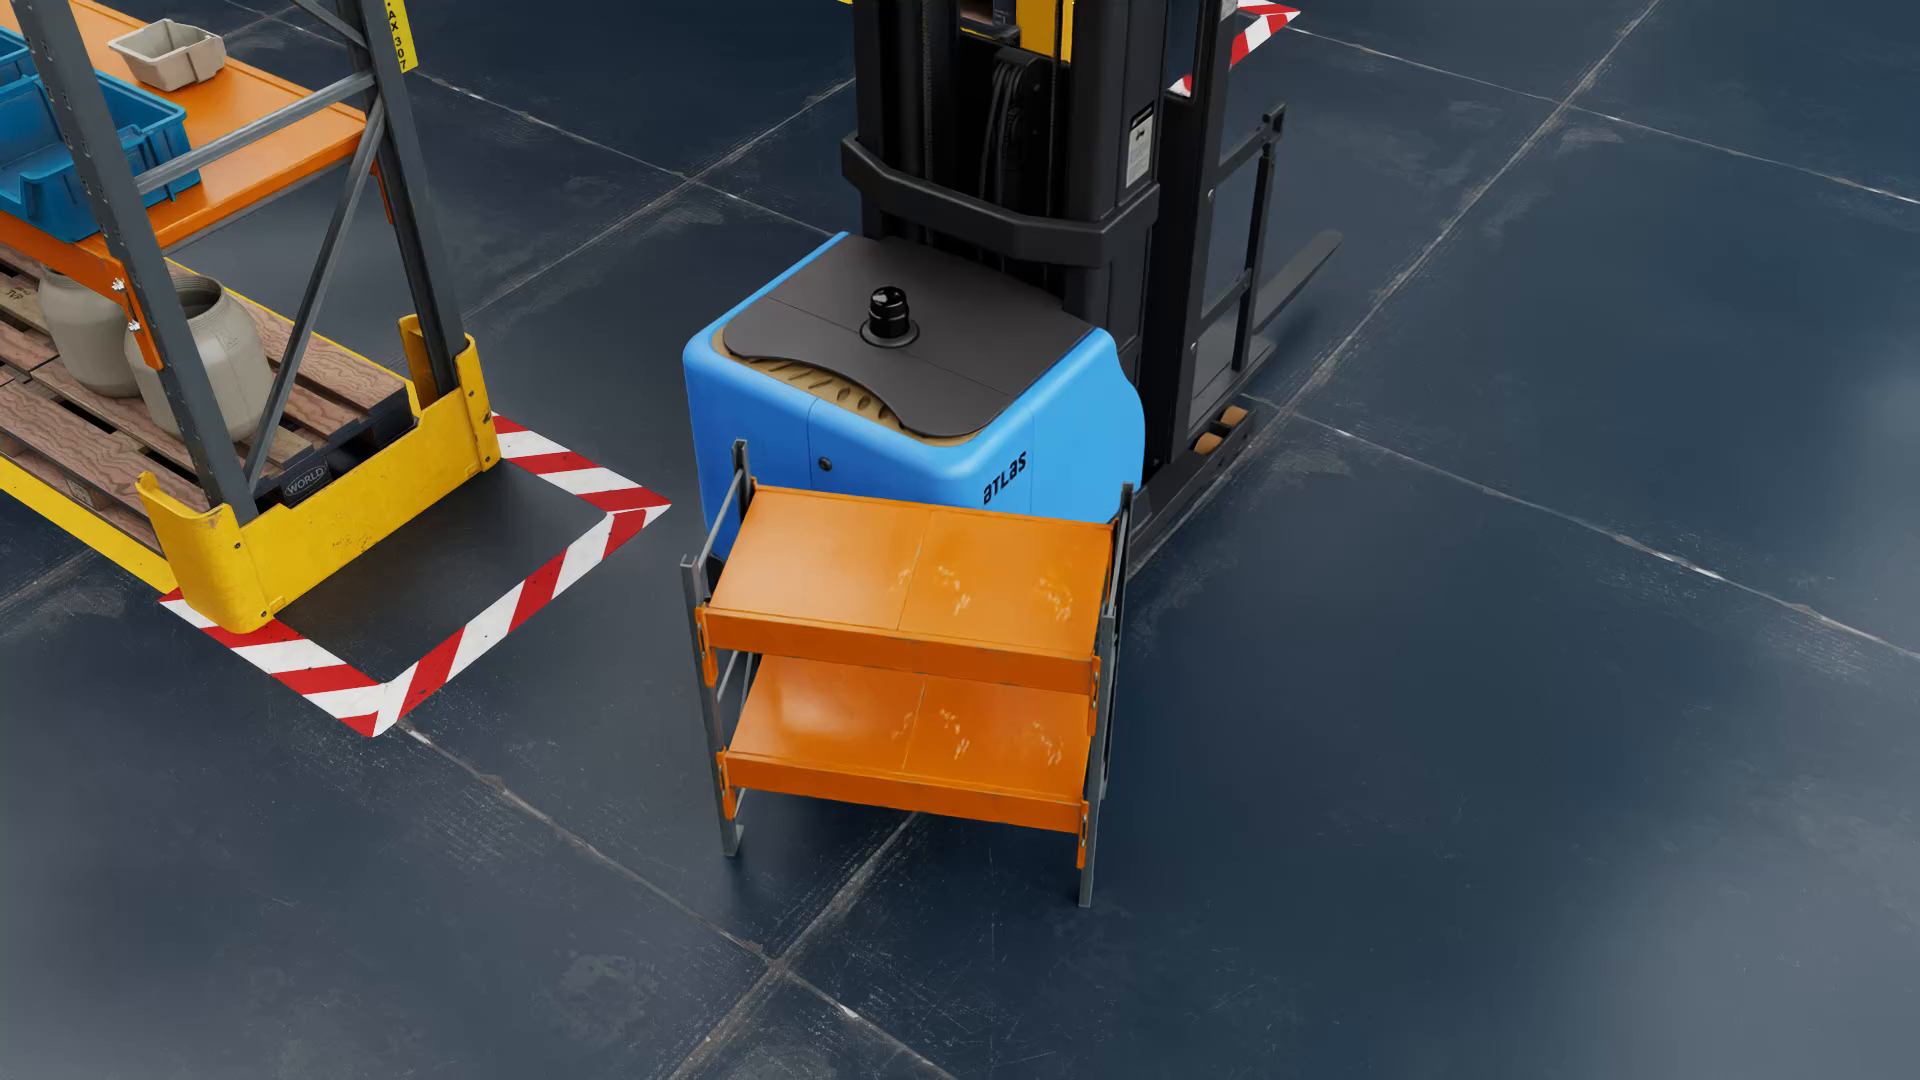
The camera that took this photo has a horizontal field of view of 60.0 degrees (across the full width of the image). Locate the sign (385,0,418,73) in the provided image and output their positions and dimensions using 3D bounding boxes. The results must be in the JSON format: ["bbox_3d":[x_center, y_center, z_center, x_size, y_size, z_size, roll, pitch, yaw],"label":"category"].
[{"bbox_3d":[-1.723,-1.577,5.056,0.005,0.325,0.100,25,48,25],"label":"sign"}]

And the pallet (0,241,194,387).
[{"bbox_3d":[-3.788,-0.921,6.621,1.213,0.211,1.003,25,48,25],"label":"pallet"}]

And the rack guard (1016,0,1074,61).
[{"bbox_3d":[0.739,-2.977,8.702,0.348,0.500,1.175,25,48,25],"label":"rack guard"}]

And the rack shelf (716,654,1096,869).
[{"bbox_3d":[-0.115,0.560,4.648,1.000,0.278,0.538,7,42,7],"label":"rack shelf"}]

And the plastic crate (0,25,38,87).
[{"bbox_3d":[-3.152,-1.400,5.177,0.408,0.251,0.499,25,48,25],"label":"plastic crate"}]

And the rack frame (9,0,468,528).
[{"bbox_3d":[-2.042,-1.176,4.814,0.127,3.000,1.000,25,48,25],"label":"rack frame"}]

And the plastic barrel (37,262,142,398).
[{"bbox_3d":[-3.035,-0.807,5.953,0.421,0.512,0.421,0,42,0],"label":"plastic barrel"}]

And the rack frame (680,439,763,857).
[{"bbox_3d":[-0.616,0.319,4.550,0.032,1.125,0.500,7,42,7],"label":"rack frame"}]

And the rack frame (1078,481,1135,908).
[{"bbox_3d":[0.386,0.436,4.420,0.032,1.125,0.500,7,42,7],"label":"rack frame"}]

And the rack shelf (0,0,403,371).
[{"bbox_3d":[-3.680,-1.673,5.910,4.000,0.370,1.077,25,48,25],"label":"rack shelf"}]

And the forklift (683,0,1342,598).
[{"bbox_3d":[0.433,-1.477,5.203,1.130,2.935,3.031,25,47,25],"label":"forklift"}]

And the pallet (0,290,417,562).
[{"bbox_3d":[-2.794,-0.454,6.099,1.213,0.211,1.003,25,48,25],"label":"pallet"}]

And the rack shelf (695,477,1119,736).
[{"bbox_3d":[-0.115,0.159,4.289,1.000,0.278,0.538,7,42,7],"label":"rack shelf"}]

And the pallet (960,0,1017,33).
[{"bbox_3d":[0.095,-3.200,9.168,1.213,0.211,1.003,25,48,25],"label":"pallet"}]

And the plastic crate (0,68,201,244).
[{"bbox_3d":[-2.624,-1.148,4.896,0.616,0.251,0.499,25,48,25],"label":"plastic crate"}]

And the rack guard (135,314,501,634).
[{"bbox_3d":[-2.132,-0.248,5.652,0.348,0.500,1.175,25,48,25],"label":"rack guard"}]

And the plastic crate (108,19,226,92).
[{"bbox_3d":[-2.590,-1.596,5.482,0.250,0.136,0.298,25,48,25],"label":"plastic crate"}]

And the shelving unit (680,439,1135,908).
[{"bbox_3d":[-0.115,0.377,4.485,1.048,1.125,0.538,7,42,7],"label":"shelving unit"}]

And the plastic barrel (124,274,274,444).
[{"bbox_3d":[-2.625,-0.615,5.739,0.421,0.512,0.421,0,42,0],"label":"plastic barrel"}]
